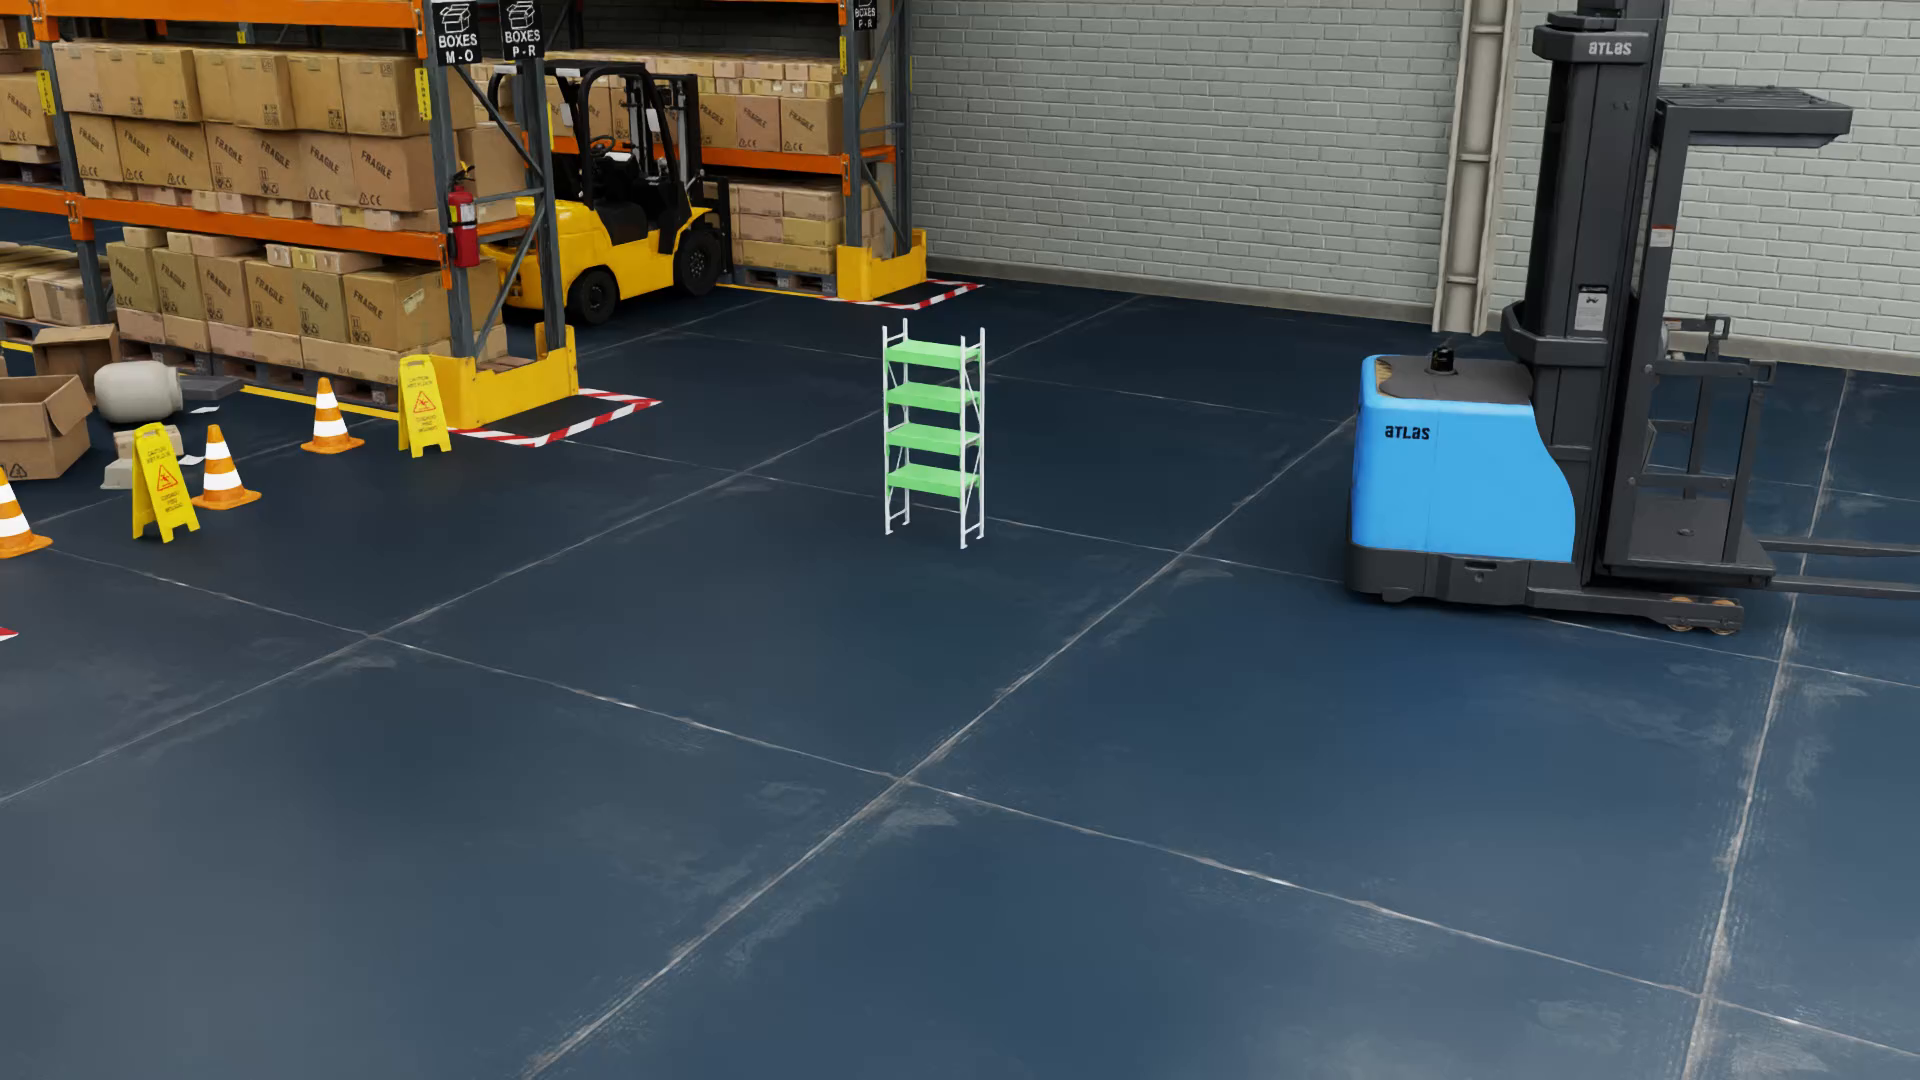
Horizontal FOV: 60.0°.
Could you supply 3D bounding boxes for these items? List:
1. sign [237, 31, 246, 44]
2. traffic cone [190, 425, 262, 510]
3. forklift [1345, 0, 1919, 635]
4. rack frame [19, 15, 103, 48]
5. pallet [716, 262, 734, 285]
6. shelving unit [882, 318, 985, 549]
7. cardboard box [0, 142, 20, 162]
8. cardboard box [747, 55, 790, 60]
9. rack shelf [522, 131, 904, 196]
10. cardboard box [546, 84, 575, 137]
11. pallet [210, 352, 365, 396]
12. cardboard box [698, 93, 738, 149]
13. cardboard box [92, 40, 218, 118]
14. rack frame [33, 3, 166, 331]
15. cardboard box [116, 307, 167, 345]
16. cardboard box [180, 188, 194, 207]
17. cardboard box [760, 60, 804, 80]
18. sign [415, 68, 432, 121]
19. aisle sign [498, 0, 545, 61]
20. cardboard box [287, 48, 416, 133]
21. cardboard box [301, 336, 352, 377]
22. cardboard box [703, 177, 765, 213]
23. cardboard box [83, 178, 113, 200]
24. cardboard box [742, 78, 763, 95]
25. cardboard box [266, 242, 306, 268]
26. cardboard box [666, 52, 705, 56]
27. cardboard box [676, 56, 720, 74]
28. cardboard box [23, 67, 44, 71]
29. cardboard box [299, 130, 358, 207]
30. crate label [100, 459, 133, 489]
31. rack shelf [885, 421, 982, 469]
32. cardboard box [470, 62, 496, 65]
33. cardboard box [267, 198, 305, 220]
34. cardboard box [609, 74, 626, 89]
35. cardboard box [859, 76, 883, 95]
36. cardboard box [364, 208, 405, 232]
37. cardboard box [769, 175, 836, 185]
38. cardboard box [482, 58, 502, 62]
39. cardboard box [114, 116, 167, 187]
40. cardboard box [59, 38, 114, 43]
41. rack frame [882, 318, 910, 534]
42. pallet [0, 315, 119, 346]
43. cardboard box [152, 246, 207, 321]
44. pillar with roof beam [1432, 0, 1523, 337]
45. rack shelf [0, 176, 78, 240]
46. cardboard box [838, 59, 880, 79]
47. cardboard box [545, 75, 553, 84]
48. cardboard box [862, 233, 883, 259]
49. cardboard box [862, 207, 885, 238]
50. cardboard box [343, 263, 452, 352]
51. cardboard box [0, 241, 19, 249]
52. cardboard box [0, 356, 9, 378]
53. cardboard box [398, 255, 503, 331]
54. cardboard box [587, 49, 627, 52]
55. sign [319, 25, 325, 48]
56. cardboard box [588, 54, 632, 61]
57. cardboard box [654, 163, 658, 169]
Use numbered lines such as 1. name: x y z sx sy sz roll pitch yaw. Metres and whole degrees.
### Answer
1. sign: -8.005 -5.505 18.561 0.005 0.325 0.100 11 23 27
2. traffic cone: -4.431 -0.461 9.956 0.334 0.463 0.336 11 23 27
3. forklift: 3.548 -1.115 8.141 3.031 2.935 1.130 4 20 12
4. rack frame: -11.241 -5.827 21.029 0.127 3.000 1.000 11 23 27
5. pallet: -2.513 -2.838 16.879 1.213 0.211 1.003 11 23 27
6. shelving unit: -0.145 -0.592 9.236 0.503 1.200 0.258 11 23 27
7. cardboard box: -7.479 -3.150 13.402 0.250 0.149 0.380 10 22 26
8. cardboard box: -1.854 -4.617 16.161 0.250 0.149 0.380 12 23 29
9. rack shelf: -2.510 -3.825 16.567 4.000 0.370 1.077 11 23 27
10. cardboard box: -3.996 -4.392 16.926 0.500 0.500 0.500 10 22 26
11. pallet: -5.001 -1.403 12.924 1.213 0.211 1.003 11 23 27
12. cardboard box: -2.218 -4.056 16.000 0.500 0.500 0.500 10 22 26
13. cardboard box: -5.960 -3.445 12.416 0.500 0.500 0.700 11 23 28
14. rack frame: -6.674 -3.018 13.286 0.127 3.000 1.000 11 23 27
15. cardboard box: -6.291 -1.744 13.191 0.500 0.250 0.500 10 22 25
16. cardboard box: -5.616 -2.604 12.512 0.250 0.149 0.380 11 23 27
17. cardboard box: -1.652 -4.387 15.525 0.250 0.149 0.380 11 23 28
18. sign: -3.470 -2.884 10.754 0.005 0.325 0.100 11 23 27
19. aisle sign: -2.977 -3.657 11.235 0.004 0.787 0.394 11 23 27
20. cardboard box: -4.173 -3.116 11.507 0.500 0.500 0.700 11 23 28
21. cardboard box: -4.467 -1.400 12.243 0.500 0.250 0.500 11 23 27
22. cardboard box: -2.213 -3.354 16.162 0.500 0.250 0.500 11 23 28
23. cardboard box: -6.555 -2.752 12.921 0.250 0.149 0.380 11 23 27
24. cardboard box: -1.849 -4.297 15.713 0.250 0.149 0.380 11 22 27
25. cardboard box: -4.809 -2.099 12.117 0.250 0.149 0.380 12 23 30
26. cardboard box: -2.728 -4.802 16.671 0.250 0.149 0.380 11 22 27
27. cardboard box: -2.522 -4.573 16.039 0.250 0.149 0.380 11 23 28
28. cardboard box: -7.806 -3.735 14.064 0.500 0.500 0.500 11 22 27
29. cardboard box: -4.225 -2.632 11.640 0.500 0.500 0.500 11 23 27
30. crate label: -5.148 -0.420 10.321 0.298 0.136 0.250 0 20 -1
31. rack shelf: -0.145 -0.532 9.258 0.480 0.148 0.258 11 23 27
32. cardboard box: -5.085 -4.933 17.467 0.250 0.149 0.380 11 23 27
33. cardboard box: -4.764 -2.425 12.020 0.250 0.149 0.380 11 22 27
34. cardboard box: -3.231 -4.532 16.362 0.250 0.149 0.380 11 22 27
35. cardboard box: -0.934 -4.316 15.768 0.250 0.149 0.380 10 22 26
36. cardboard box: -3.888 -2.242 11.516 0.250 0.149 0.380 10 22 27
37. cardboard box: -1.530 -3.424 16.356 0.500 0.250 0.500 11 23 27
38. cardboard box: -5.118 -5.109 17.952 0.250 0.149 0.380 11 22 27
39. cardboard box: -5.976 -2.972 12.576 0.500 0.500 0.500 11 23 27
40. cardboard box: -10.475 -5.838 20.297 0.500 0.500 0.700 11 23 28
41. rack frame: -0.358 -0.632 9.348 0.015 1.200 0.240 11 23 27
42. pallet: -7.354 -1.836 14.117 1.213 0.211 1.003 11 23 27
43. cardboard box: -5.817 -2.011 12.827 0.500 0.500 0.500 12 23 29
44. pillar with roof beam: 2.206 -4.756 9.279 0.400 9.000 9.100 11 23 27
45. rack shelf: -8.420 -3.012 14.325 4.000 0.370 1.077 11 23 27
46. cardboard box: -0.953 -4.442 15.678 0.250 0.149 0.380 10 22 26
47. cardboard box: -4.107 -4.717 16.871 0.250 0.149 0.380 10 22 26
48. cardboard box: -1.098 -2.876 16.310 0.500 0.250 0.500 11 23 28
49. cardboard box: -1.074 -3.111 16.225 0.500 0.250 0.500 11 23 28
50. cardboard box: -4.009 -1.666 11.875 0.500 0.500 0.500 11 23 28
51. cardboard box: -9.030 -2.428 14.897 0.625 0.372 0.950 10 22 26
52. cardboard box: -6.771 -0.934 11.004 0.503 0.637 0.797 11 23 27
53. cardboard box: -3.772 -1.830 12.328 0.500 0.500 0.500 10 22 26
54. cardboard box: -3.632 -4.971 17.135 0.250 0.149 0.380 10 22 26
55. sign: -7.481 -5.871 19.454 0.005 0.325 0.100 11 23 27
56. cardboard box: -3.449 -4.717 16.435 0.250 0.149 0.380 11 23 28
57. cardboard box: -3.283 -3.767 17.301 0.500 0.250 0.500 10 22 27
